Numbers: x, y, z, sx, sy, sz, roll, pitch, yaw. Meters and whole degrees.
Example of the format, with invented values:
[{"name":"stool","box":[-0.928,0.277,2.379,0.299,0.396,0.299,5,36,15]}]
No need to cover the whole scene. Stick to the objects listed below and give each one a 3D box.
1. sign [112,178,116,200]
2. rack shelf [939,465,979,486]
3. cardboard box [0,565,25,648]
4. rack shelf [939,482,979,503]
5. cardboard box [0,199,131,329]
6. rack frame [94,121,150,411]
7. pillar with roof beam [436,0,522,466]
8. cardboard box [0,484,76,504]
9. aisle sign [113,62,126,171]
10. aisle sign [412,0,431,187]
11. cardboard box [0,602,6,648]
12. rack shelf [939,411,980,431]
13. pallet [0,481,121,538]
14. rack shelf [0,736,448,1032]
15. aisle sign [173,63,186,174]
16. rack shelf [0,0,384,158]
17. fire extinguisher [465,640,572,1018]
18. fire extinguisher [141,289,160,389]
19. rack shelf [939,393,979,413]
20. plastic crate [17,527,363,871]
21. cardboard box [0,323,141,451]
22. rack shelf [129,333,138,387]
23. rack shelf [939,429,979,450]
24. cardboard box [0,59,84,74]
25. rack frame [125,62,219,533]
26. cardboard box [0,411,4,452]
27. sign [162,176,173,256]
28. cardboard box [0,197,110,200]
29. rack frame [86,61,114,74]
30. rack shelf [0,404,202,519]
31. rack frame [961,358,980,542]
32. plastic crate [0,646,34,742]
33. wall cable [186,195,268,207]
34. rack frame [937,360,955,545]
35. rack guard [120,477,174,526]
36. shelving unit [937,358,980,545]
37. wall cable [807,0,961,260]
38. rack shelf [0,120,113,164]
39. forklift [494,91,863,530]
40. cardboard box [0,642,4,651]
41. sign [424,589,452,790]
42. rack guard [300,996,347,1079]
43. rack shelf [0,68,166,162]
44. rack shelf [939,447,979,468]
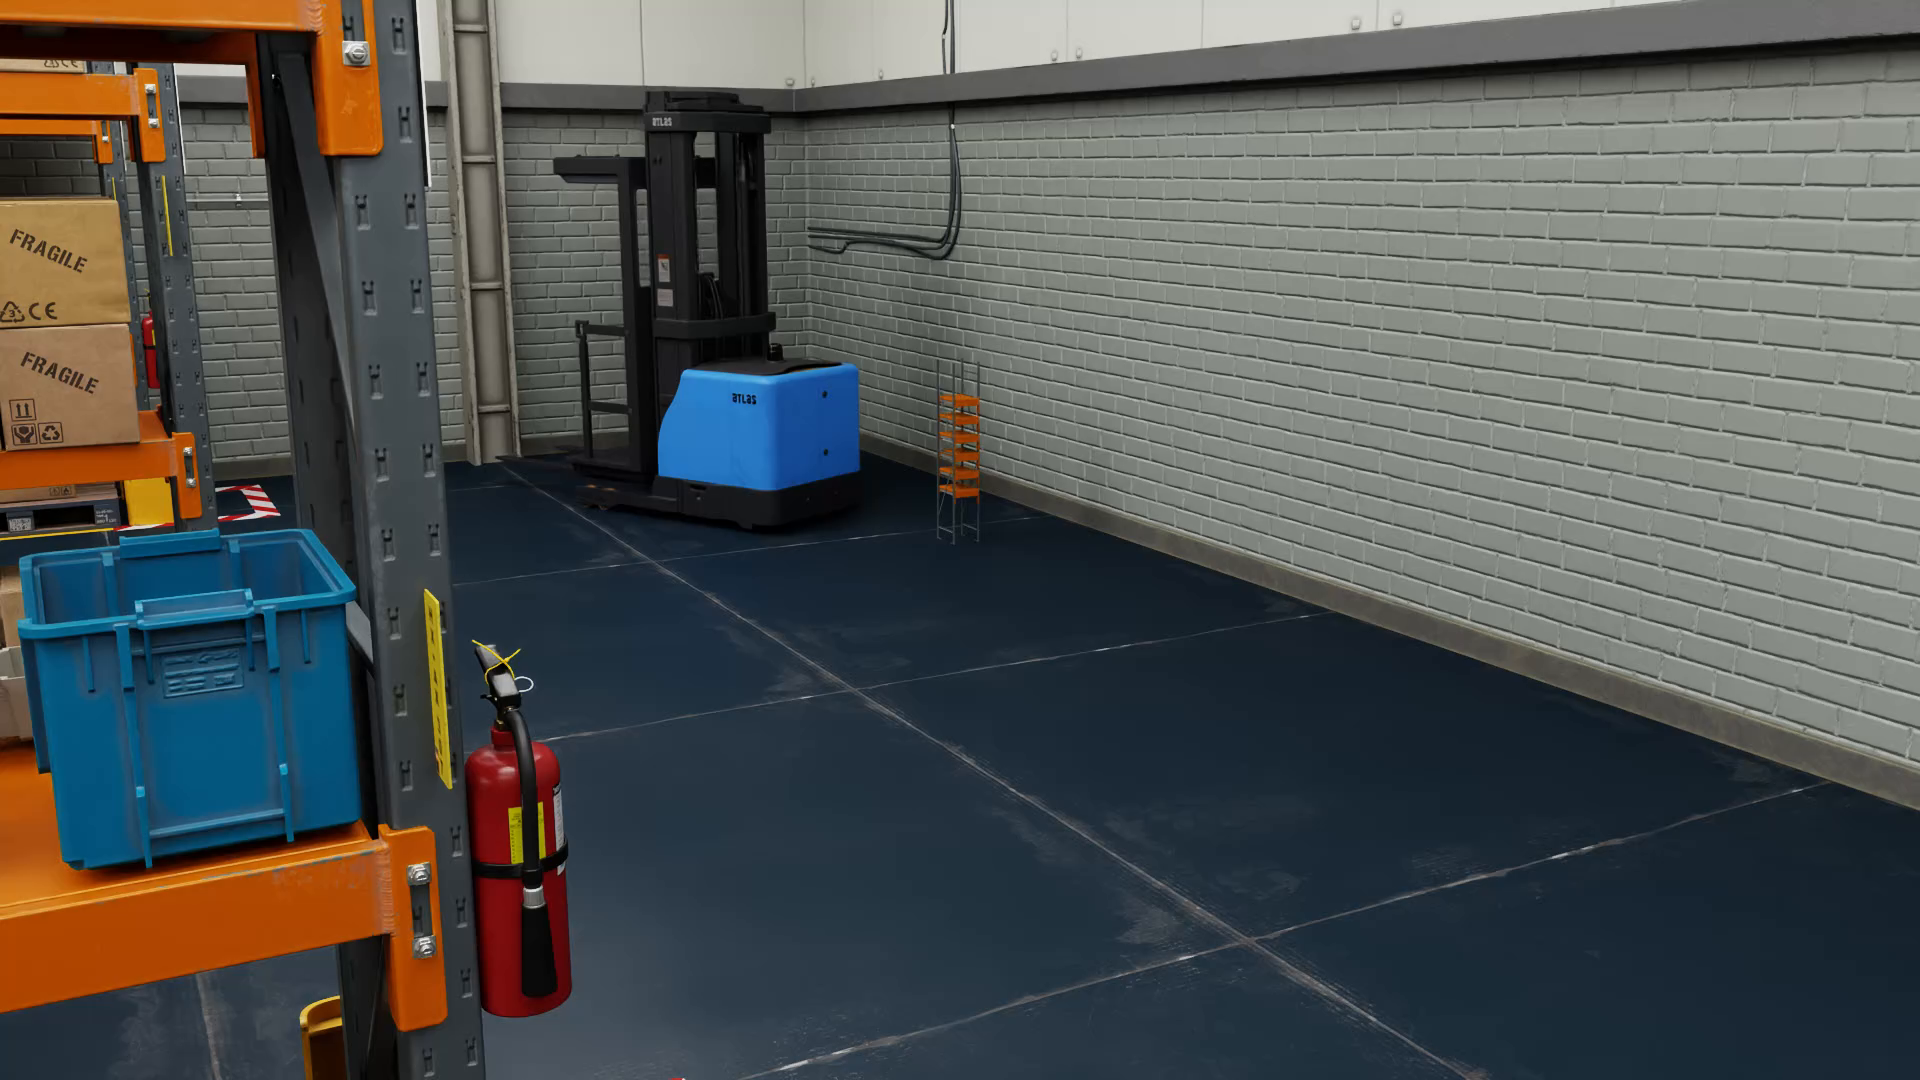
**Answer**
[{"name":"sign","box":[-5.654,-2.258,11.133,0.005,0.325,0.100,-7,14,-28]},{"name":"rack shelf","box":[-0.013,-0.423,11.007,0.180,0.103,0.258,-7,14,-28]},{"name":"cardboard box","box":[-3.884,0.381,7.278,0.500,0.500,0.500,-7,14,-28]},{"name":"rack shelf","box":[-0.013,-0.306,11.033,0.180,0.103,0.258,-7,14,-28]},{"name":"cardboard box","box":[-3.783,-1.166,6.952,0.500,0.500,0.500,-7,14,-28]},{"name":"rack frame","box":[-5.901,-1.683,11.757,0.127,3.000,1.000,-7,14,-28]},{"name":"pillar with roof beam","box":[-1.883,-4.231,9.415,0.400,9.000,9.100,-7,14,-28]},{"name":"cardboard box","box":[-6.468,-0.576,11.572,0.500,0.500,0.700,-7,14,-28]},{"name":"aisle sign","box":[-5.694,-2.901,11.248,0.004,0.787,0.394,-7,14,-28]},{"name":"aisle sign","box":[-0.951,-0.993,2.771,0.004,0.787,0.394,-7,14,-28]},{"name":"cardboard box","box":[-4.577,0.453,7.525,0.500,0.250,0.500,-7,14,-28]},{"name":"rack shelf","box":[-0.013,-0.775,10.928,0.180,0.103,0.258,-7,14,-28]},{"name":"pallet","box":[-6.566,-0.224,11.622,1.213,0.211,1.003,-7,14,-28]},{"name":"rack shelf","box":[-2.910,0.787,2.417,4.000,0.370,1.077,-7,14,-28]},{"name":"aisle sign","box":[-3.318,-1.945,7.001,0.004,0.787,0.394,-7,14,-28]},{"name":"rack shelf","box":[-2.910,-0.676,2.088,4.000,0.370,1.077,-7,14,-28]},{"name":"fire extinguisher","box":[-0.804,0.517,3.004,0.183,0.674,0.296,-7,14,-28]},{"name":"fire extinguisher","box":[-5.548,-1.391,11.482,0.183,0.674,0.296,-7,14,-28]},{"name":"rack shelf","box":[-0.013,-0.892,10.901,0.180,0.103,0.258,-7,14,-28]},{"name":"plastic crate","box":[-1.359,0.251,2.946,0.499,0.435,0.616,-7,14,-28]},{"name":"cardboard box","box":[-3.787,-0.678,7.063,0.500,0.500,0.500,-6,14,-26]},{"name":"rack shelf","box":[-7.657,-1.122,10.901,4.000,0.370,1.077,-7,14,-28]},{"name":"rack shelf","box":[-0.013,-0.658,10.954,0.180,0.103,0.258,-7,14,-28]},{"name":"cardboard box","box":[-3.849,-2.014,6.738,0.500,0.250,0.500,-7,14,-28]},{"name":"rack frame","box":[-3.525,-0.729,7.517,0.127,3.000,1.000,-7,14,-28]},{"name":"cardboard box","box":[-4.241,-0.623,6.818,0.500,0.500,0.500,-7,14,-27]},{"name":"sign","box":[-3.276,-1.339,6.870,0.005,0.325,0.100,-7,14,-28]},{"name":"cardboard box","box":[-4.040,-1.270,7.414,0.500,0.500,0.500,-6,14,-26]},{"name":"rack frame","box":[-5.901,-4.610,11.098,0.127,3.000,1.000,-7,14,-28]},{"name":"rack shelf","box":[-5.280,-0.168,6.661,4.000,0.370,1.077,-7,14,-28]},{"name":"rack frame","box":[0.068,-0.593,11.013,0.006,1.200,0.240,-7,14,-28]},{"name":"plastic crate","box":[-1.850,0.306,3.383,0.298,0.136,0.250,-7,14,-28]},{"name":"wall cable","box":[-5.231,-2.496,13.054,1.851,1.984,0.084,-7,14,-28]},{"name":"rack frame","box":[-0.093,-0.574,10.928,0.006,1.200,0.240,-7,14,-28]},{"name":"rack guard","box":[-5.880,-0.466,12.043,0.348,0.500,1.175,-7,14,-28]},{"name":"shelving unit","box":[-0.013,-0.584,10.971,0.189,1.200,0.258,-7,14,-28]},{"name":"wall cable","box":[-0.766,-3.621,13.777,0.112,2.526,3.097,-7,14,-28]},{"name":"rack shelf","box":[-7.657,-2.585,10.572,4.000,0.370,1.077,-7,14,-28]},{"name":"forklift","box":[-2.202,-1.729,12.117,3.031,2.935,1.130,9,15,34]},{"name":"cardboard box","box":[-4.282,0.569,7.202,0.250,0.166,0.380,-7,14,-28]},{"name":"sign","box":[-0.877,0.251,2.792,0.005,0.325,0.100,-7,14,-28]},{"name":"rack guard","box":[-1.140,1.440,3.570,0.348,0.500,1.175,-7,14,-28]},{"name":"rack shelf","box":[-5.280,-1.631,6.331,4.000,0.370,1.077,-7,14,-28]},{"name":"rack shelf","box":[-0.013,-0.540,10.980,0.180,0.103,0.258,-7,14,-28]}]
